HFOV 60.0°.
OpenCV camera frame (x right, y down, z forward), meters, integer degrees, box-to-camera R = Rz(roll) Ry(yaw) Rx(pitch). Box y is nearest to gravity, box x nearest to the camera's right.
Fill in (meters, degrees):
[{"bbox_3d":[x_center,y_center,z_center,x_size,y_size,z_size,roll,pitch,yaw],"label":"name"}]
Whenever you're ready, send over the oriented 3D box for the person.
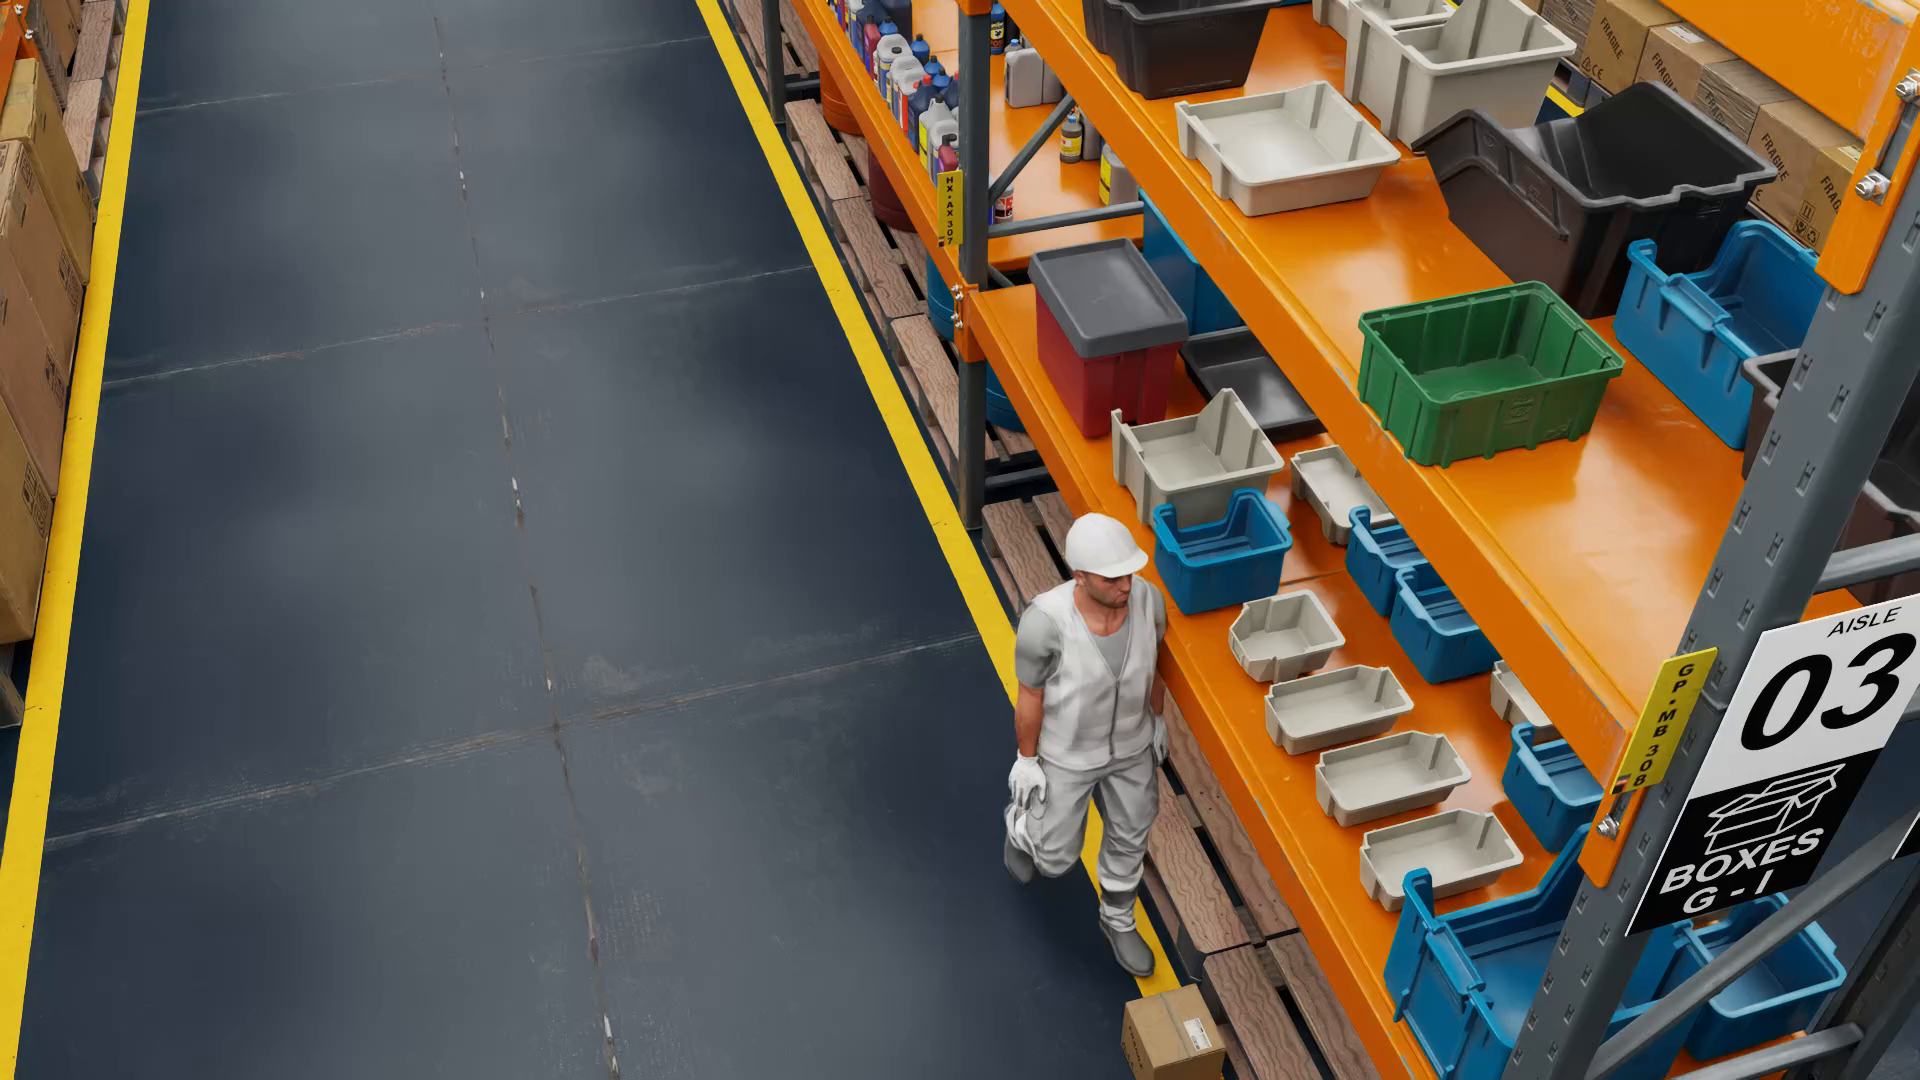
[{"bbox_3d":[0.431,0.670,5.359,0.578,1.778,0.703,-15,44,-16],"label":"person"}]
